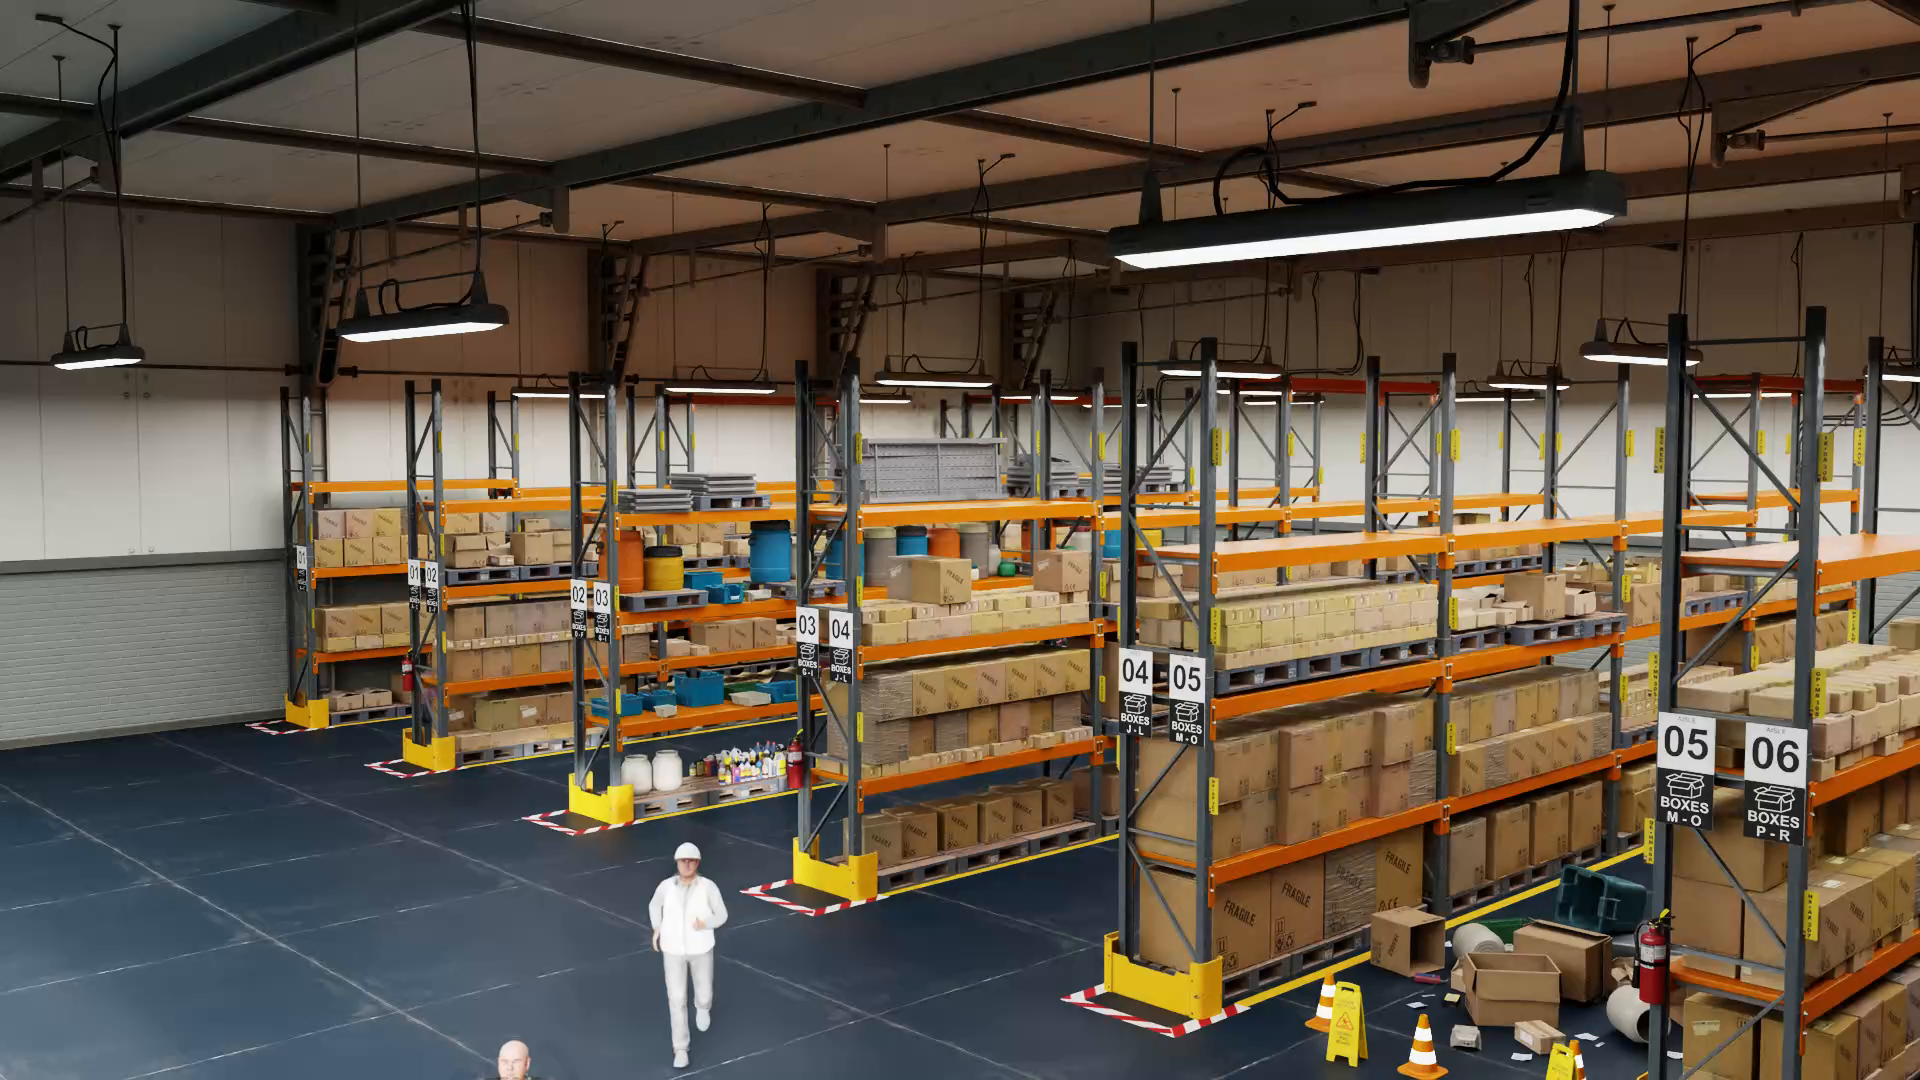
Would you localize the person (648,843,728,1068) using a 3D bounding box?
[{"bbox_3d":[-2.267,3.395,13.844,0.667,1.750,0.919,0,4,-5],"label":"person"}]

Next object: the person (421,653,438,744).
[{"bbox_3d":[-8.748,2.633,27.482,0.530,1.558,0.537,2,4,32],"label":"person"}]

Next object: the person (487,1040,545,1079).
[{"bbox_3d":[-2.543,3.707,9.502,0.667,1.686,0.601,-1,4,-12],"label":"person"}]
